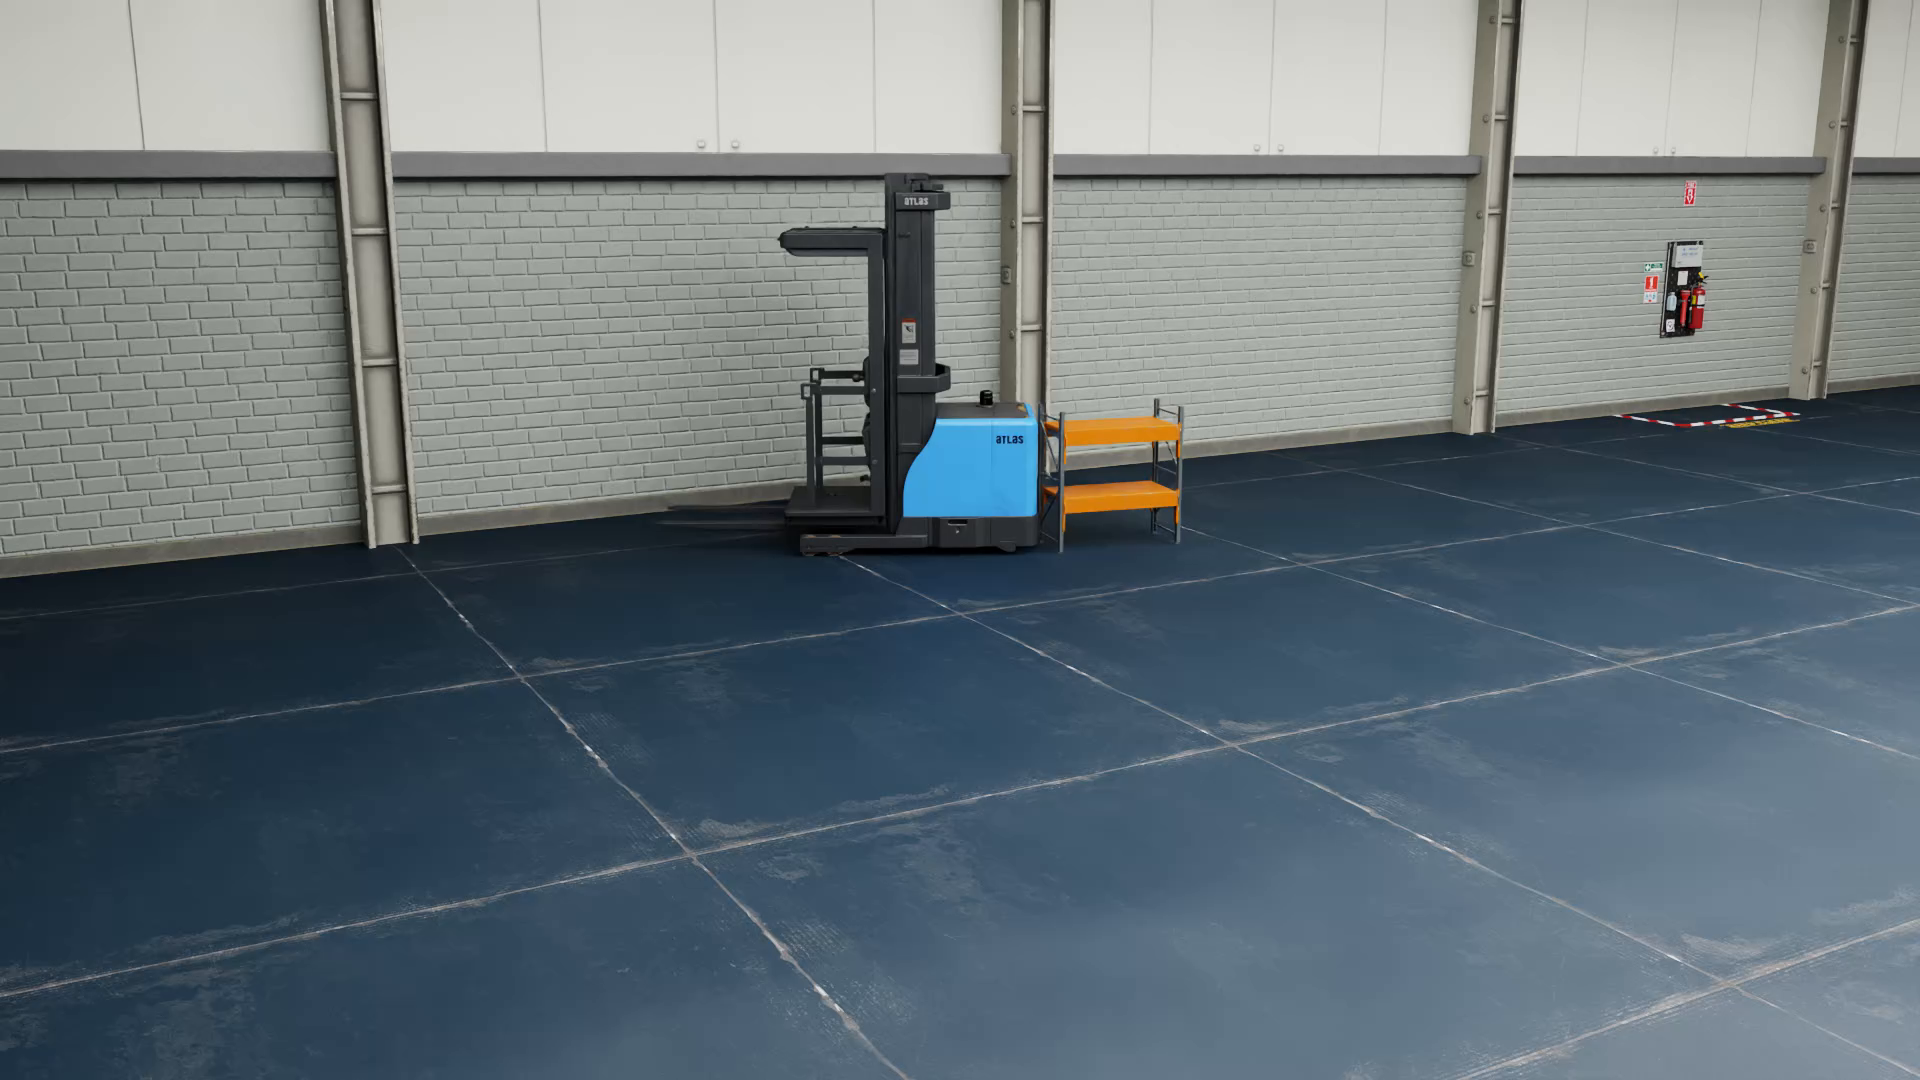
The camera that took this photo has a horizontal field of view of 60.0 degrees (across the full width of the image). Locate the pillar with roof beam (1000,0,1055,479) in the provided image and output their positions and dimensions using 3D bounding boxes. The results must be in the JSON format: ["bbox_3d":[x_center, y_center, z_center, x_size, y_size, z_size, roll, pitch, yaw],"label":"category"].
[{"bbox_3d":[2.697,-4.175,11.664,0.400,9.000,9.100,-7,14,-28],"label":"pillar with roof beam"}]

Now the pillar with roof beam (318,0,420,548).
[{"bbox_3d":[-2.569,-3.544,8.859,0.400,9.000,9.100,-7,14,-28],"label":"pillar with roof beam"}]

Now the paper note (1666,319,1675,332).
[{"bbox_3d":[8.792,-2.652,20.569,0.142,0.148,0.016,-7,14,-28],"label":"paper note"}]

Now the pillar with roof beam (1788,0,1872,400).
[{"bbox_3d":[13.230,-5.437,17.273,0.400,9.000,9.100,-7,14,-28],"label":"pillar with roof beam"}]

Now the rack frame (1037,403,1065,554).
[{"bbox_3d":[0.722,-0.495,13.247,0.032,1.125,0.500,-4,13,-18],"label":"rack frame"}]

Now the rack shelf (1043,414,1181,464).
[{"bbox_3d":[1.205,-0.816,13.338,1.000,0.278,0.538,-4,13,-18],"label":"rack shelf"}]

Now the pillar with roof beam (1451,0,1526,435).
[{"bbox_3d":[7.964,-4.806,14.469,0.400,9.000,9.100,-7,14,-28],"label":"pillar with roof beam"}]

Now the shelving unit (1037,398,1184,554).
[{"bbox_3d":[1.205,-0.530,13.402,1.048,1.125,0.538,-4,13,-18],"label":"shelving unit"}]

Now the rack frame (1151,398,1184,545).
[{"bbox_3d":[1.688,-0.565,13.558,0.032,1.125,0.500,-4,13,-18],"label":"rack frame"}]

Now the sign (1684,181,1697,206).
[{"bbox_3d":[8.925,-4.237,20.323,0.199,0.298,0.001,-7,14,-28],"label":"sign"}]

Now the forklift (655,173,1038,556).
[{"bbox_3d":[-0.905,-1.419,13.240,3.031,2.935,1.130,0,13,-1],"label":"forklift"}]

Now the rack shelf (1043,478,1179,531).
[{"bbox_3d":[1.205,-0.291,13.456,1.000,0.278,0.538,-4,13,-18],"label":"rack shelf"}]

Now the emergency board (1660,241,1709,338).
[{"bbox_3d":[8.980,-3.087,20.496,0.643,1.169,0.194,-7,14,-28],"label":"emergency board"}]

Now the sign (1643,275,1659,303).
[{"bbox_3d":[8.445,-3.067,20.322,0.234,0.329,0.001,-7,14,-28],"label":"sign"}]

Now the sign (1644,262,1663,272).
[{"bbox_3d":[8.454,-3.324,20.258,0.331,0.109,0.001,-7,14,-28],"label":"sign"}]
